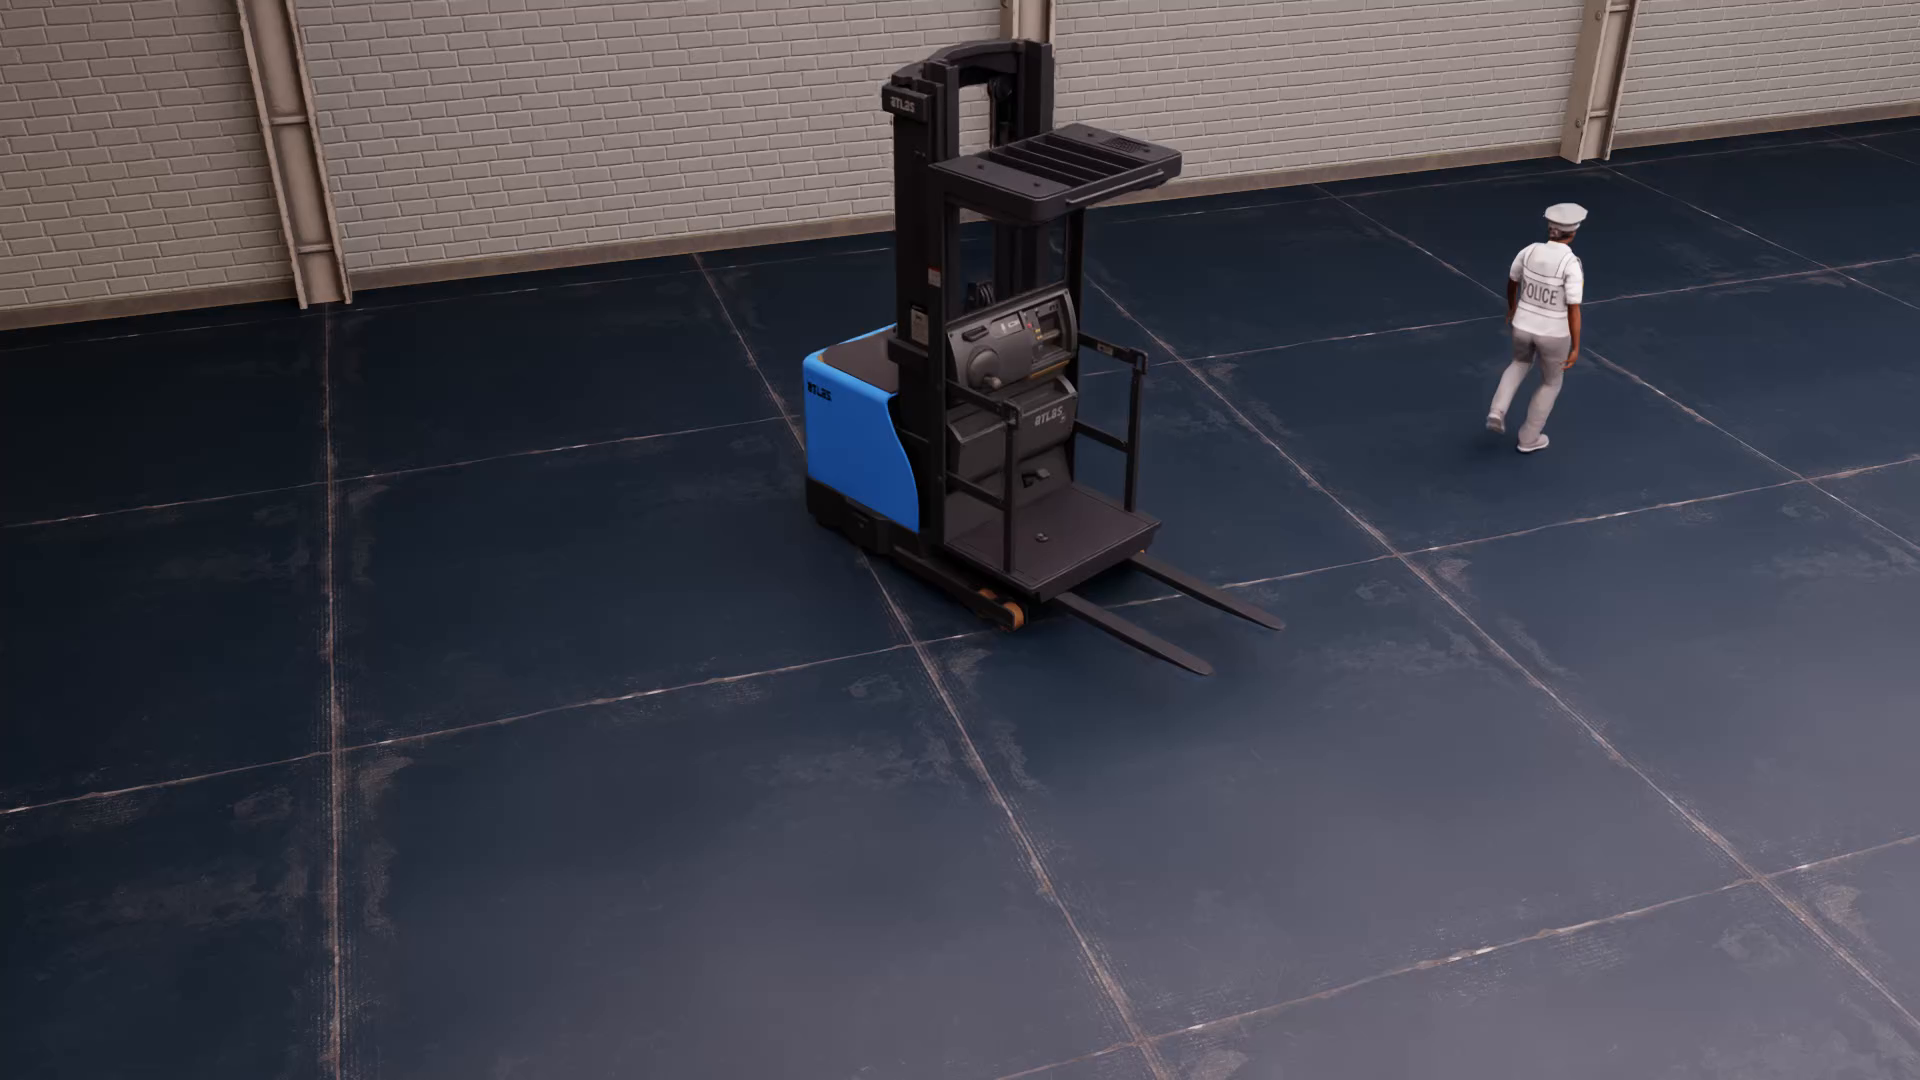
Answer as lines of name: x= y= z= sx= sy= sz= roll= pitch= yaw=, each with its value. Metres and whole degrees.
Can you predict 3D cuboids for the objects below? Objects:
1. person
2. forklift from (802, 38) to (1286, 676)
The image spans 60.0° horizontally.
person: x=3.760 y=-1.355 z=10.735 sx=0.446 sy=1.648 sz=0.629 roll=-25 pitch=38 yaw=-36
forklift: x=0.438 y=-1.054 z=8.918 sx=1.130 sy=2.935 sz=3.031 roll=-26 pitch=39 yaw=-37
